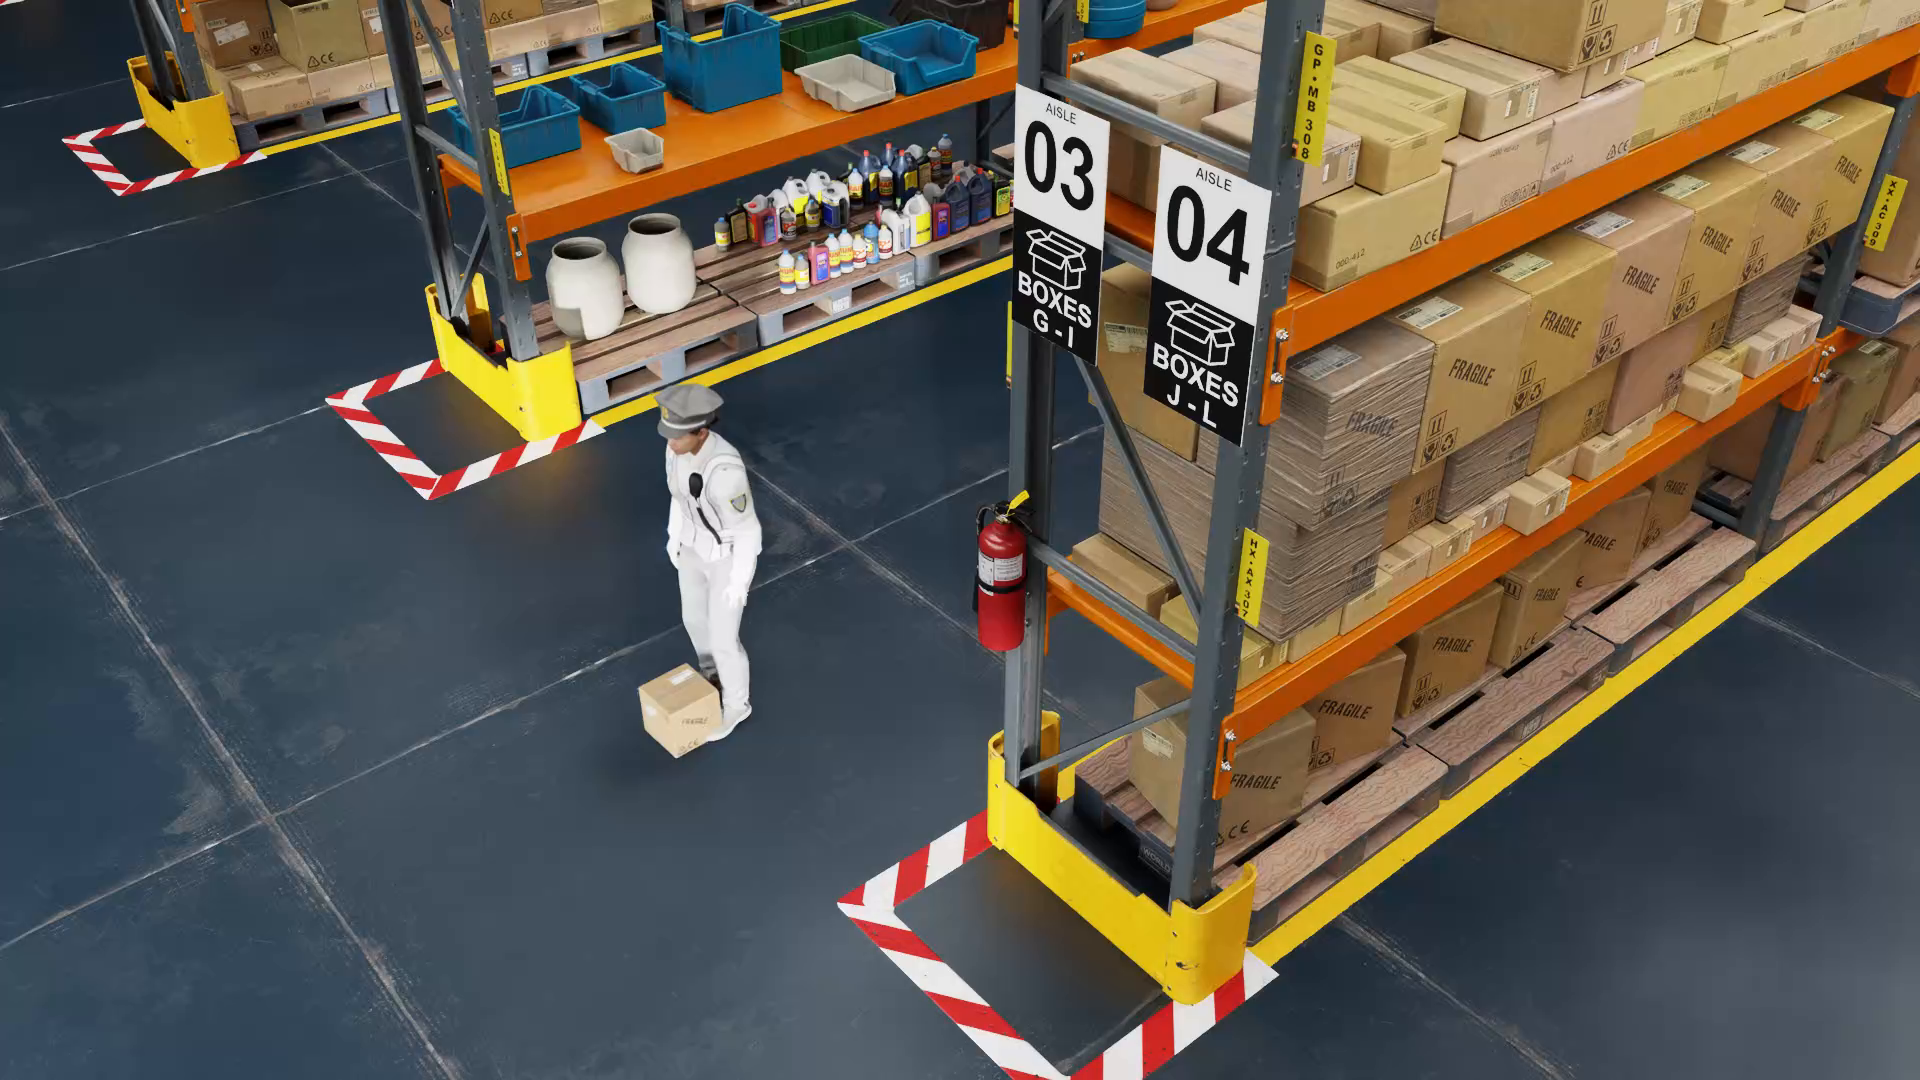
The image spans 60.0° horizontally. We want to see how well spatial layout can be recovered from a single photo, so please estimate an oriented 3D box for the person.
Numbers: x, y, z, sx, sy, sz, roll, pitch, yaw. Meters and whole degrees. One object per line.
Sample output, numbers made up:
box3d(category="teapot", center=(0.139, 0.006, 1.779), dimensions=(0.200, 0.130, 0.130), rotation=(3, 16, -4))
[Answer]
box3d(category="person", center=(-1.051, 0.084, 6.959), dimensions=(0.412, 1.663, 0.518), rotation=(-28, 45, -33))
